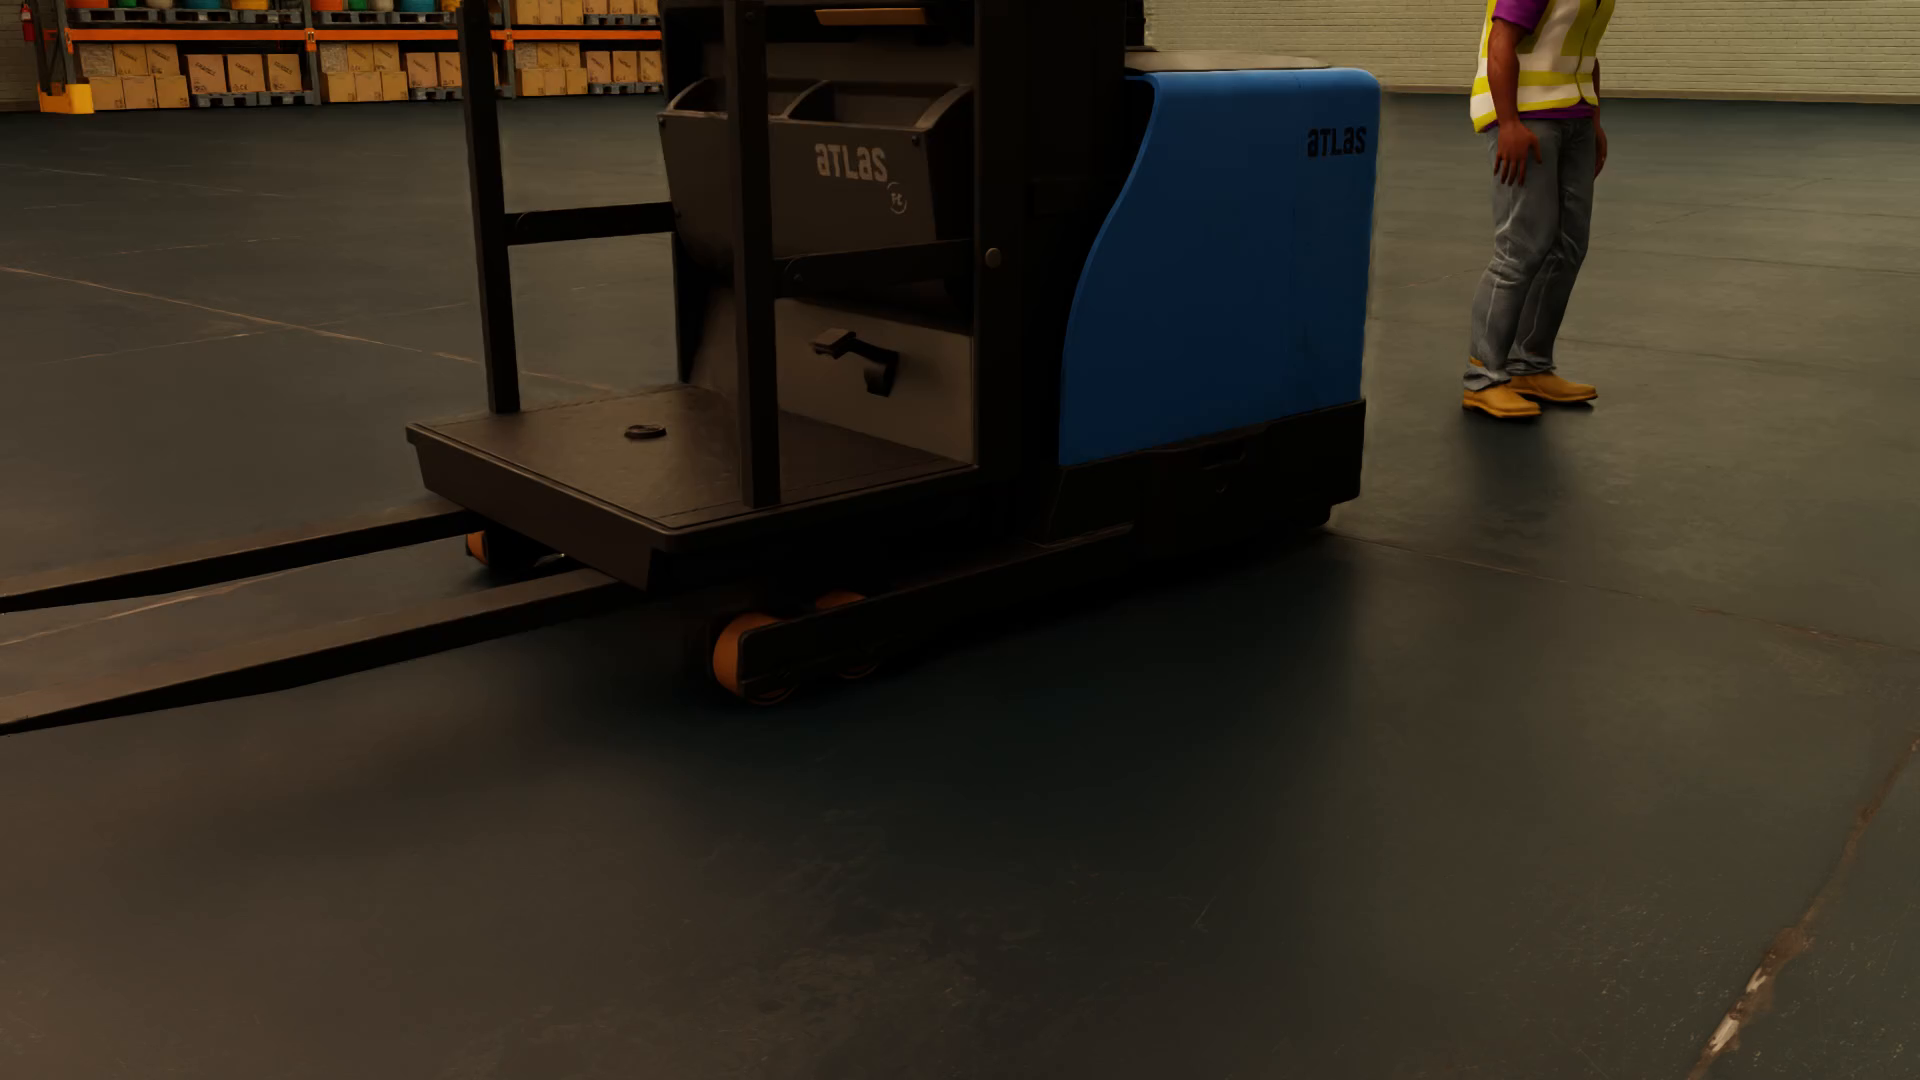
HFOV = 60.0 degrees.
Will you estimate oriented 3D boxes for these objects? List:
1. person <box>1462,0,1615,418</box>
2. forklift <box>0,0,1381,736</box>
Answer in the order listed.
[{"bbox_3d":[1.833,-1.283,5.146,0.630,1.759,0.460,-16,23,-42],"label":"person"},{"bbox_3d":[-0.468,-1.278,3.105,3.031,2.935,1.130,-14,22,-39],"label":"forklift"}]
